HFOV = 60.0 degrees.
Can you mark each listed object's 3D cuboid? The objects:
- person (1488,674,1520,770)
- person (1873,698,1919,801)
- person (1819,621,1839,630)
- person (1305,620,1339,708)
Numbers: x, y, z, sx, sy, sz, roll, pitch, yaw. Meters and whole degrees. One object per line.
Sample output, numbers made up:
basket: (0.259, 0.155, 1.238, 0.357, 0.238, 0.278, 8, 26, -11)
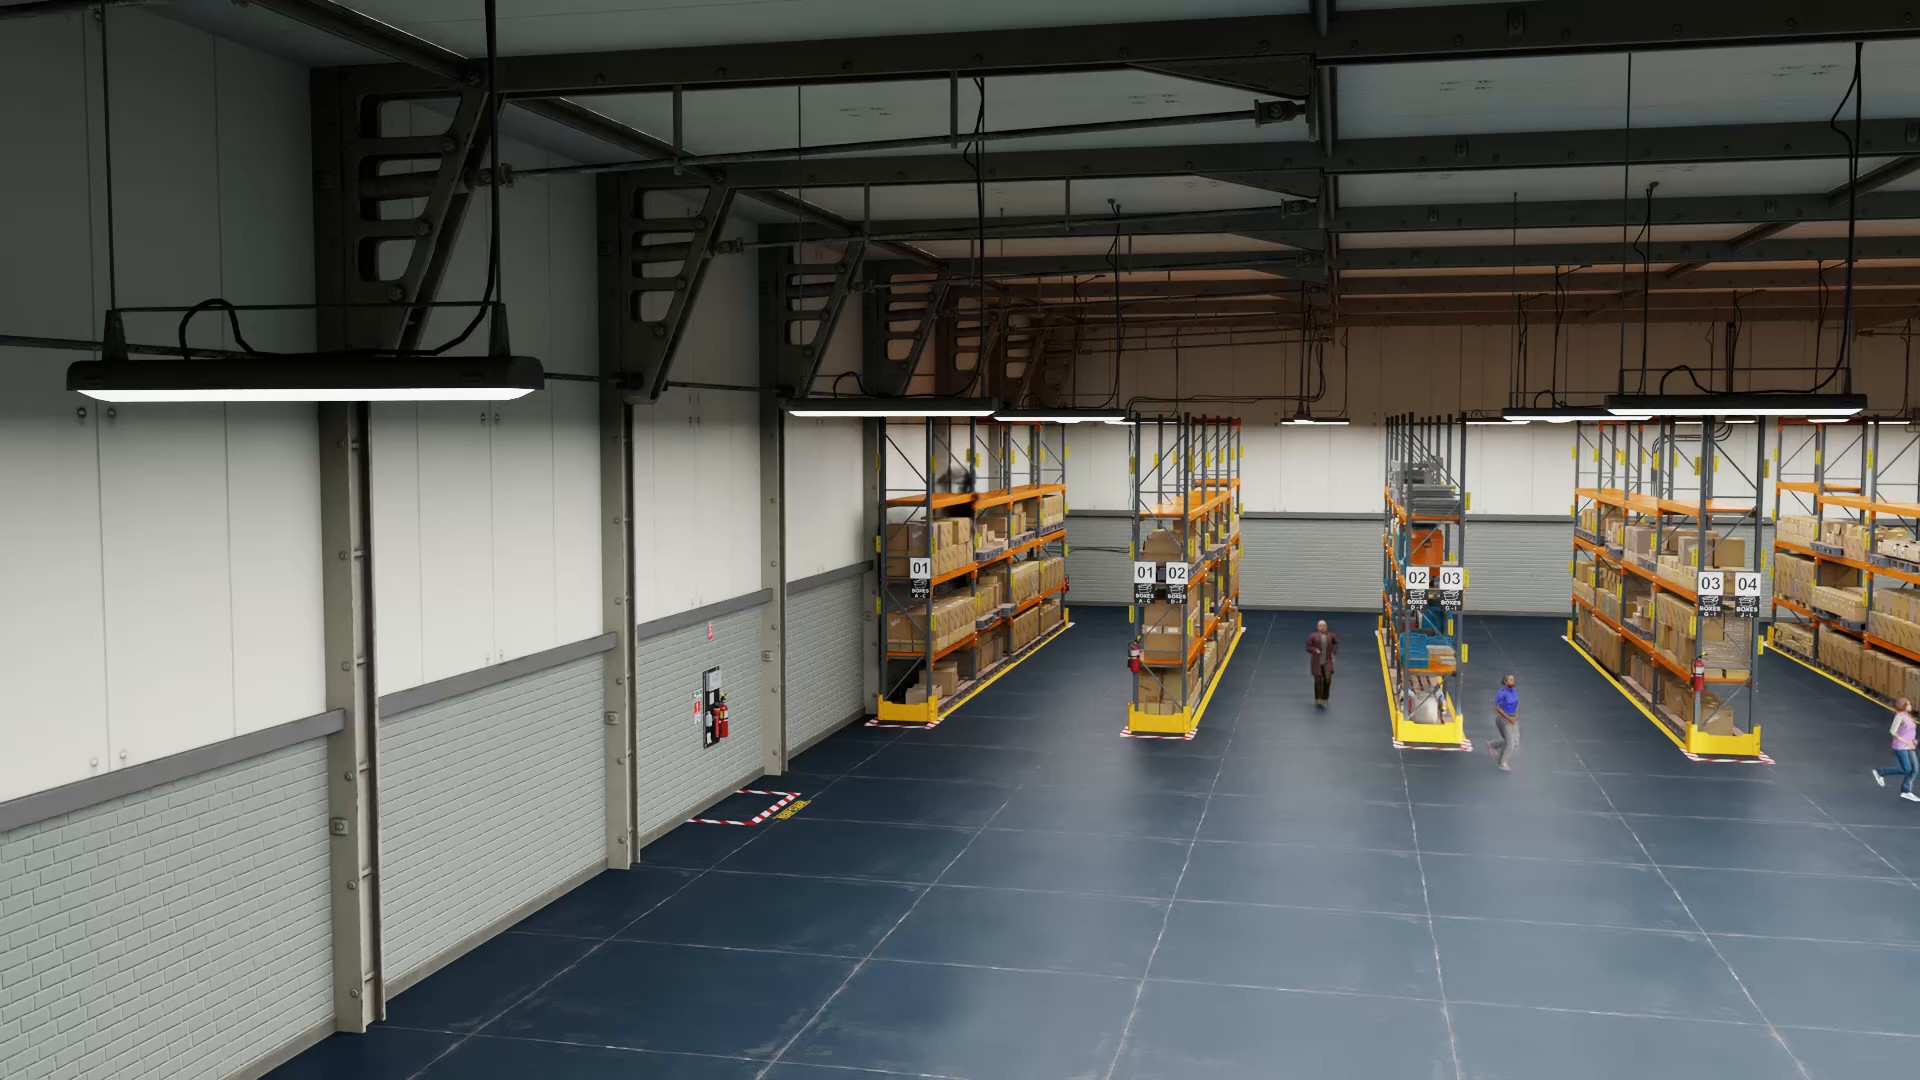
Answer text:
person: (9.144, 3.040, 27.927, 0.593, 1.629, 0.629, -3, 5, -39)
person: (14.522, 3.213, 25.718, 0.536, 1.575, 0.664, -3, 5, -41)
person: (23.206, 1.848, 44.446, 0.961, 1.777, 0.686, 0, 4, 5)
person: (7.425, 2.550, 34.028, 0.702, 1.808, 0.742, 0, 4, 4)
